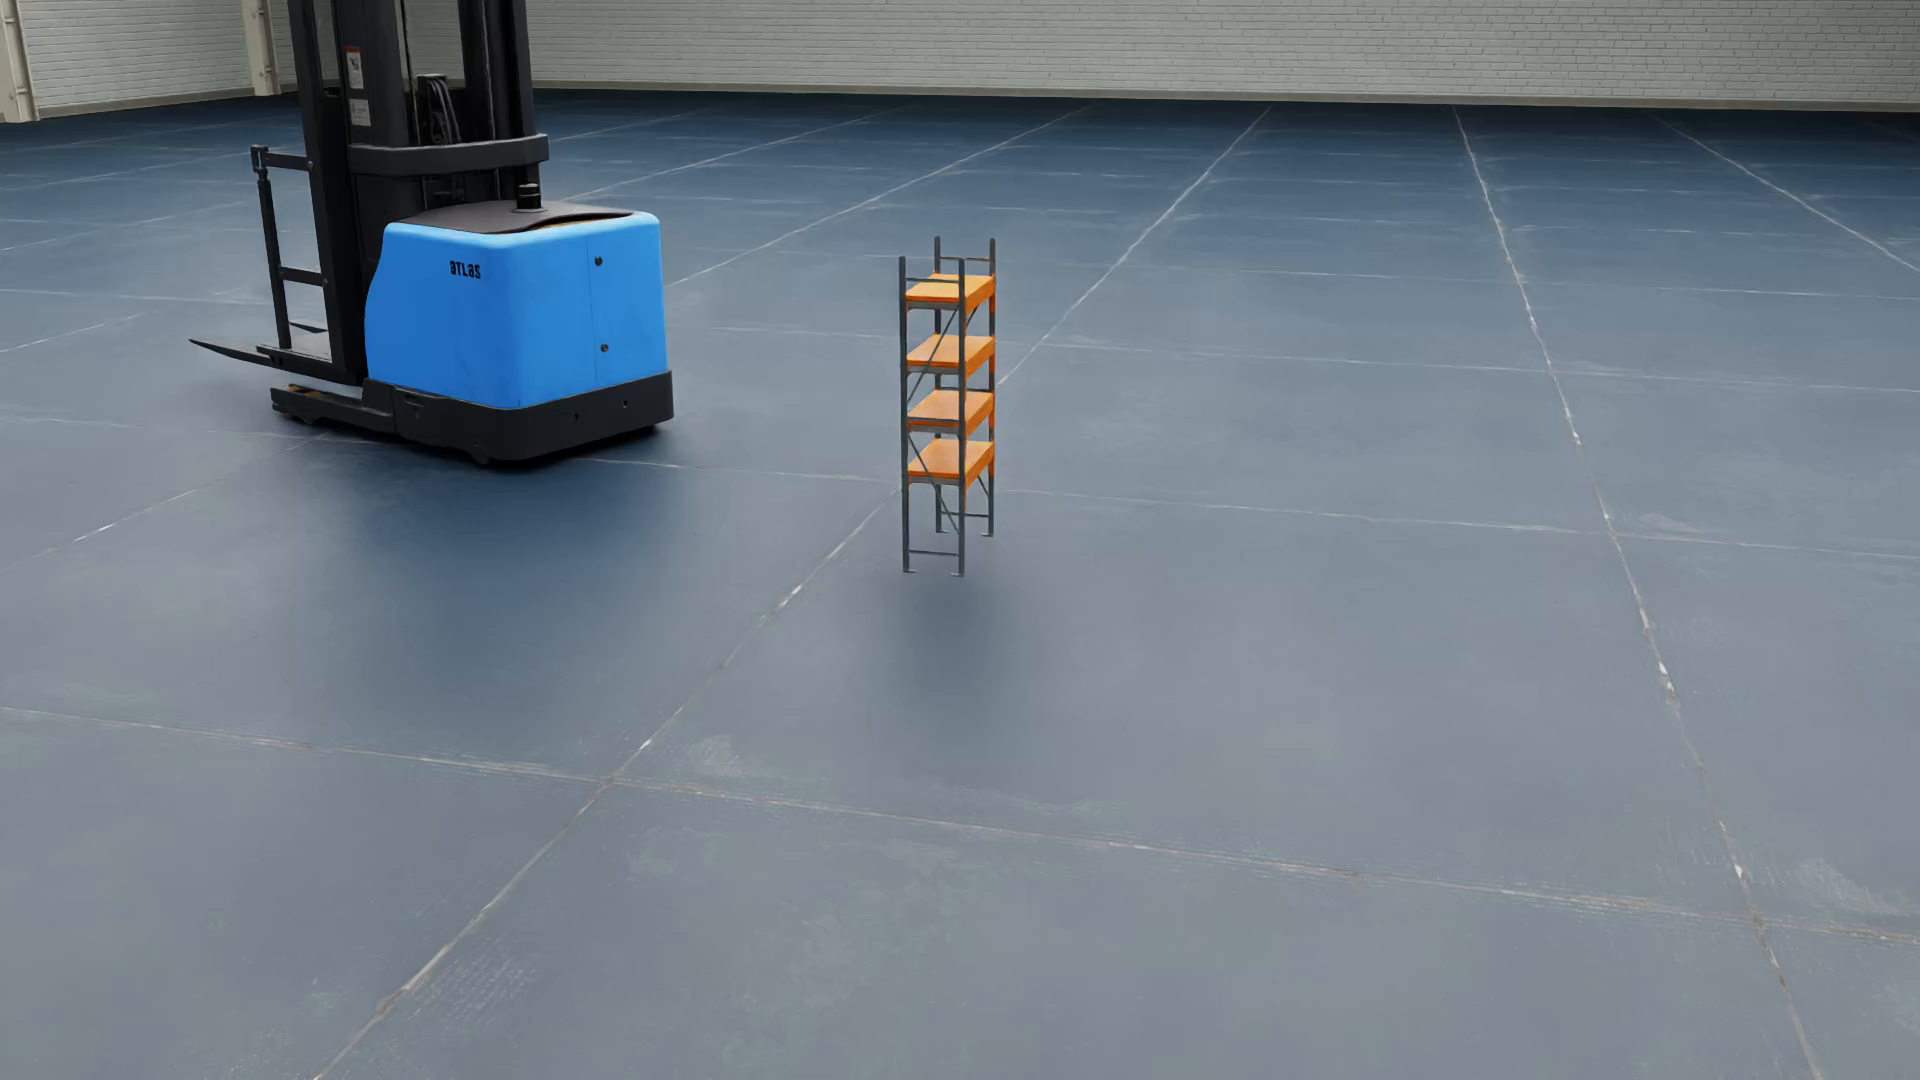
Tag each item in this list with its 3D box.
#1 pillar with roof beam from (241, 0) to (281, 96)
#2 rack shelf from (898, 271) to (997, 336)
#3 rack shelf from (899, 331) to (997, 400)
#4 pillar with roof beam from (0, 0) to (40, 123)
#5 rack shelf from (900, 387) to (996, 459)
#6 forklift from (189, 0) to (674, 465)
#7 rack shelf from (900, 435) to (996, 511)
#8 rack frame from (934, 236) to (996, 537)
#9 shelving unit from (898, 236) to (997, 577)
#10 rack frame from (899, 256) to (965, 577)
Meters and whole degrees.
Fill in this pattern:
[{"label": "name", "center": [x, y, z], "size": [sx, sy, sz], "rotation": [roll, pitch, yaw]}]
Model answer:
[{"label": "pillar with roof beam", "center": [-8.712, -12.205, 28.498], "size": [9.100, 9.000, 0.400], "rotation": [5, 19, 13]}, {"label": "rack shelf", "center": [-0.040, -0.888, 6.215], "size": [0.258, 0.148, 0.480], "rotation": [5, 19, 13]}, {"label": "rack shelf", "center": [-0.040, -0.664, 6.291], "size": [0.258, 0.148, 0.480], "rotation": [5, 19, 13]}, {"label": "pillar with roof beam", "center": [-10.178, -10.324, 22.992], "size": [9.100, 9.000, 0.400], "rotation": [5, 19, 13]}, {"label": "rack shelf", "center": [-0.040, -0.452, 6.363], "size": [0.258, 0.148, 0.480], "rotation": [5, 19, 13]}, {"label": "forklift", "center": [-2.901, -2.093, 8.279], "size": [3.031, 2.935, 1.130], "rotation": [14, 23, 35]}, {"label": "rack shelf", "center": [-0.040, -0.264, 6.428], "size": [0.258, 0.148, 0.480], "rotation": [5, 19, 13]}, {"label": "rack frame", "center": [0.019, -0.592, 6.566], "size": [0.240, 1.200, 0.015], "rotation": [5, 19, 13]}, {"label": "shelving unit", "center": [-0.040, -0.516, 6.342], "size": [0.258, 1.200, 0.503], "rotation": [5, 19, 13]}, {"label": "rack frame", "center": [-0.100, -0.439, 6.118], "size": [0.240, 1.200, 0.015], "rotation": [5, 19, 13]}]
